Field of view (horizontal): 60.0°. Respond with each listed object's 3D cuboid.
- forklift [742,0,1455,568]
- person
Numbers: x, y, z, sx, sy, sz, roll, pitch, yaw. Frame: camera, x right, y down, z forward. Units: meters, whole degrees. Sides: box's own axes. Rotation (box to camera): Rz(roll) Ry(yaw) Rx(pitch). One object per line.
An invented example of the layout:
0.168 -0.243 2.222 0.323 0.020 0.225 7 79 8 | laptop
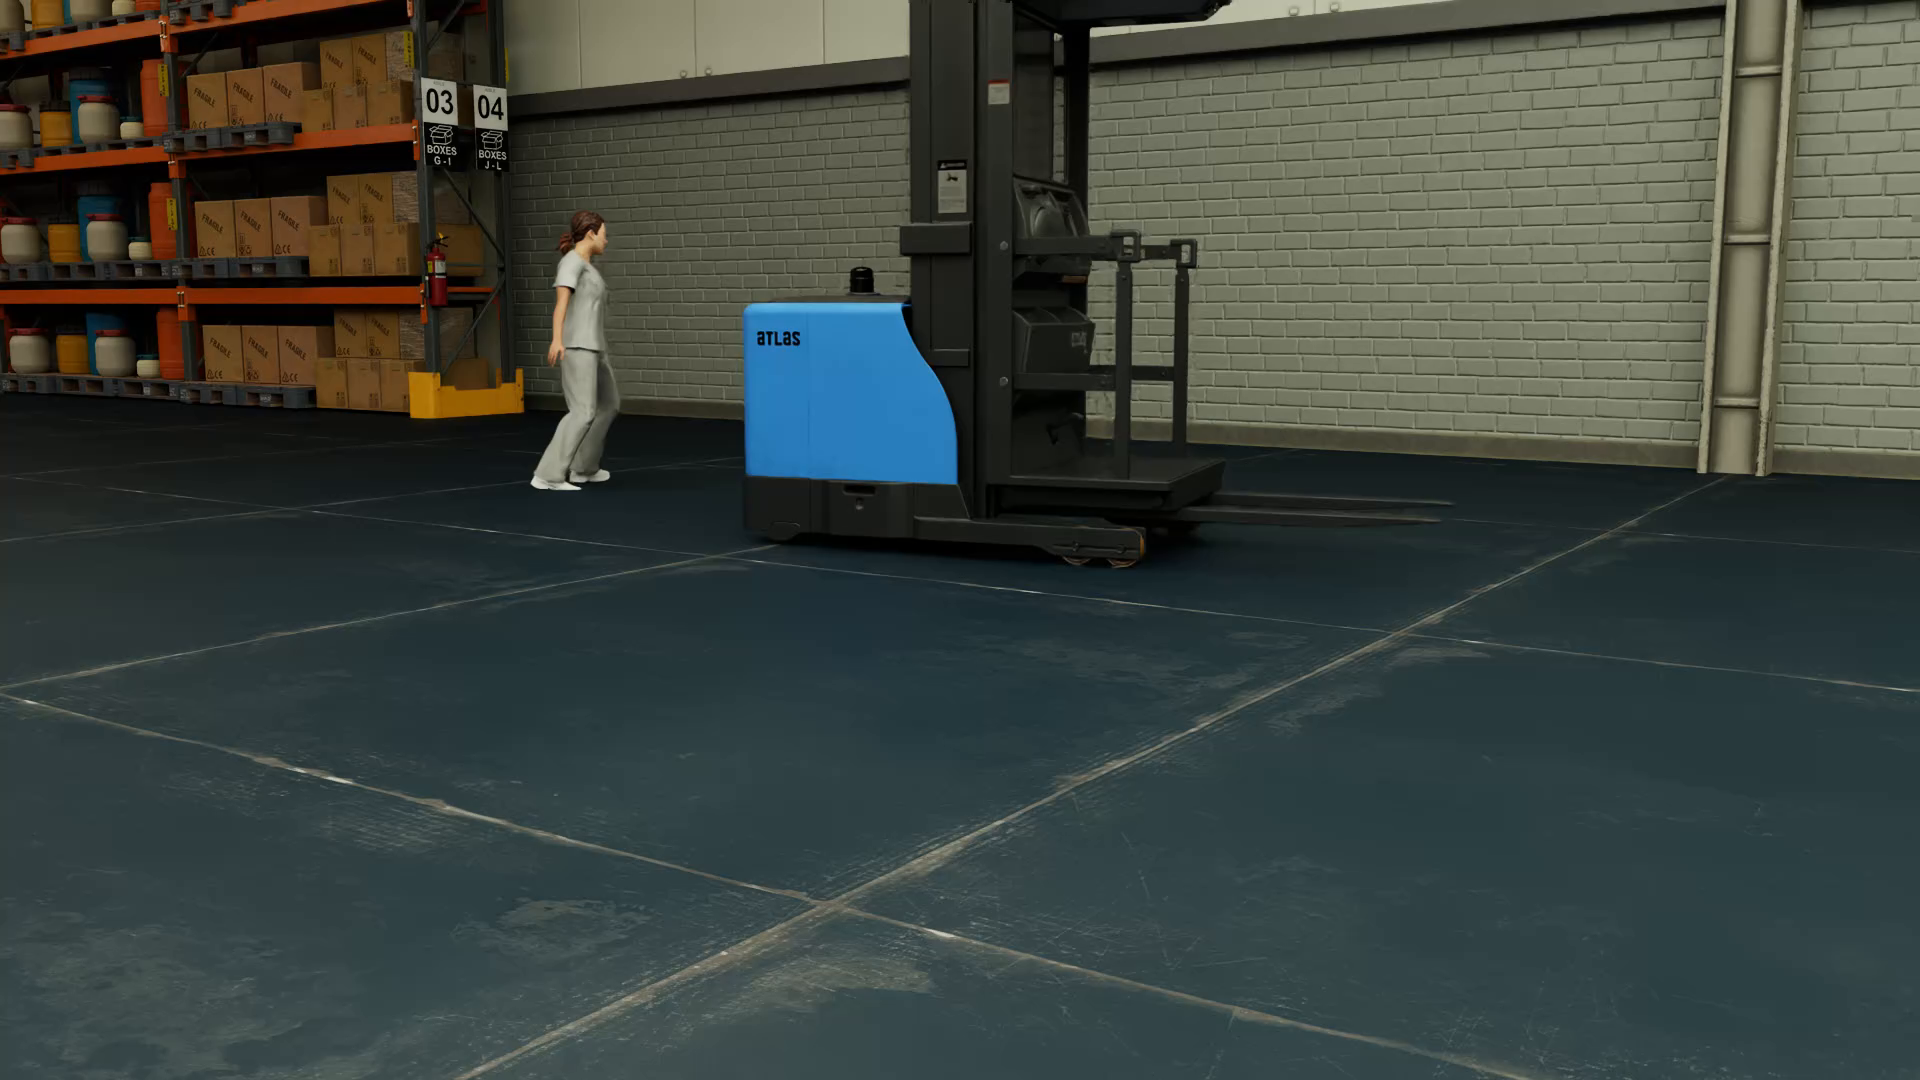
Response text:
0.591 -1.422 7.193 3.031 2.935 1.130 3 9 21 | forklift
-2.267 -1.090 9.715 0.463 1.651 0.801 0 8 0 | person
